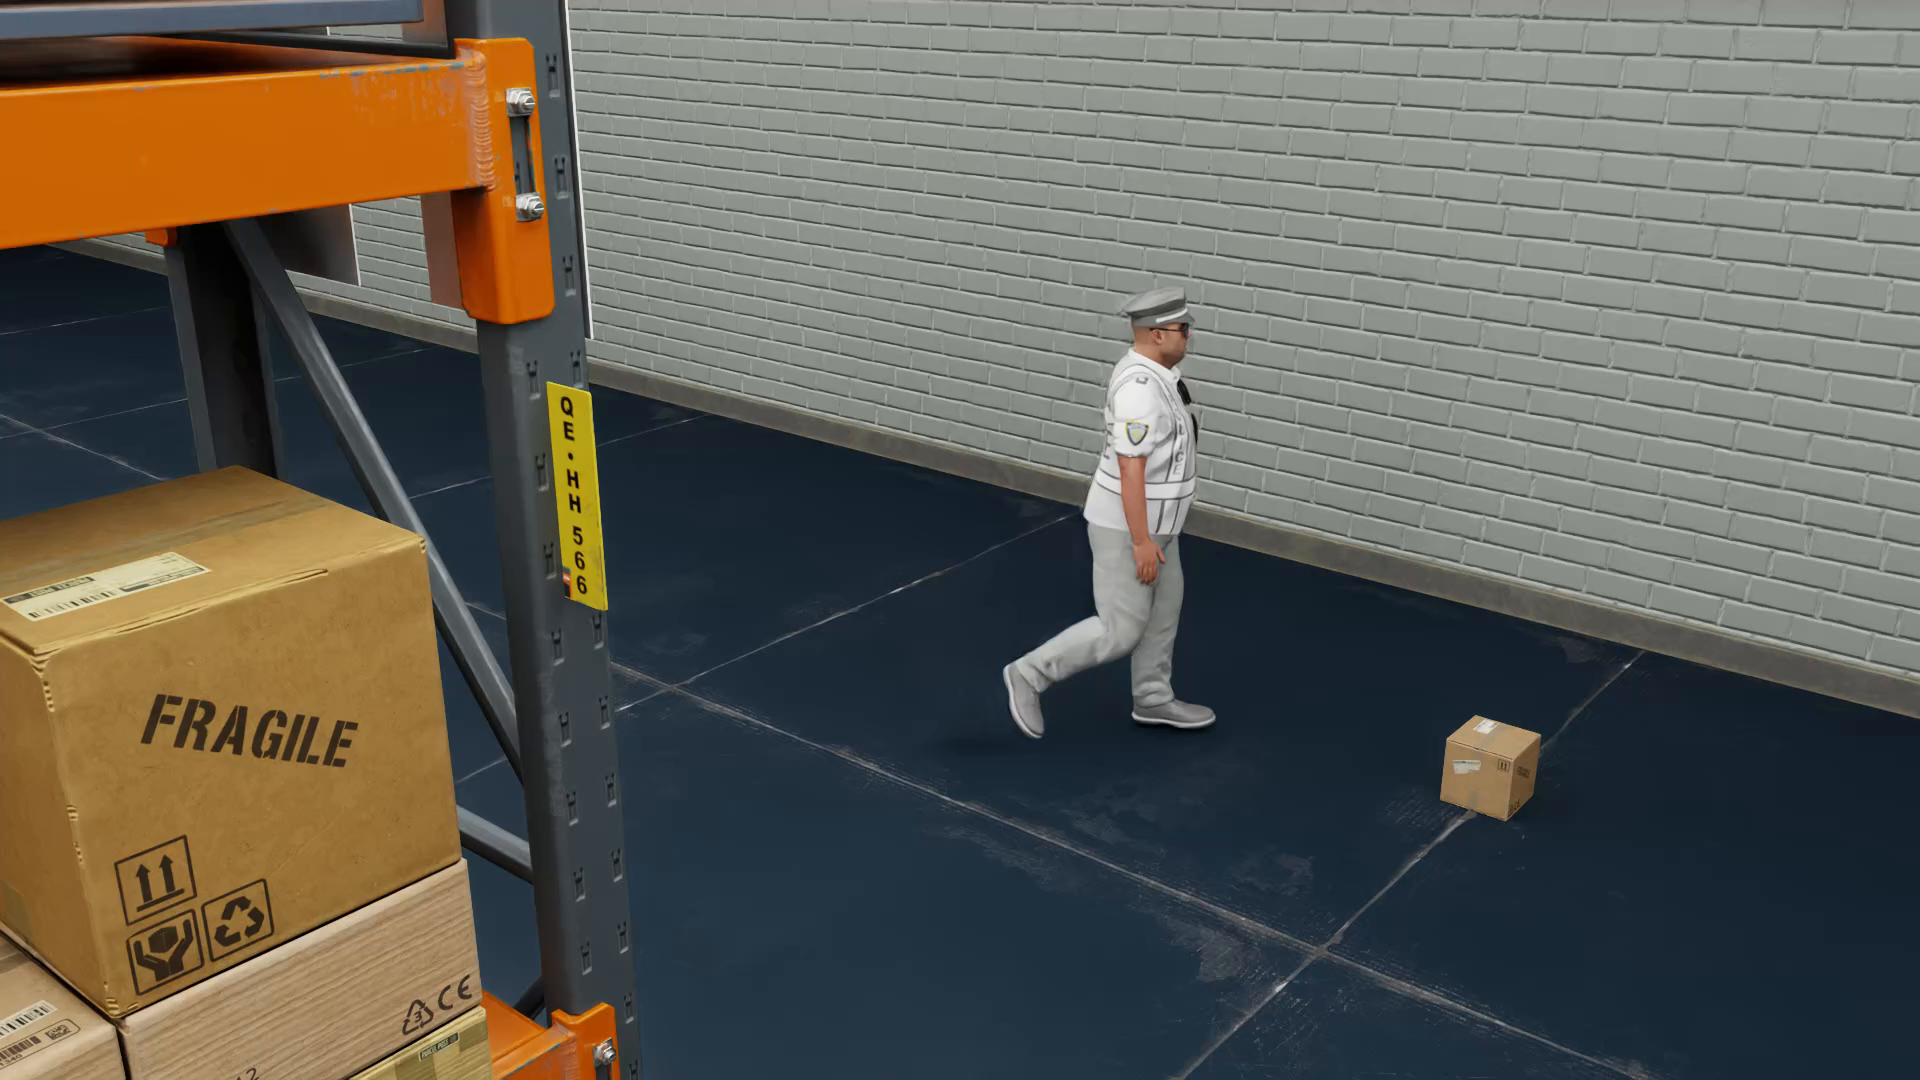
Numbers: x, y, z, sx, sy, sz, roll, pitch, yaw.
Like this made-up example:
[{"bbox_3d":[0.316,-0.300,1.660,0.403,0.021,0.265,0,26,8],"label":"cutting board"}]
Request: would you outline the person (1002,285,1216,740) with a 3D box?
[{"bbox_3d":[0.582,-0.081,6.217,0.810,1.750,0.586,5,21,12],"label":"person"}]
